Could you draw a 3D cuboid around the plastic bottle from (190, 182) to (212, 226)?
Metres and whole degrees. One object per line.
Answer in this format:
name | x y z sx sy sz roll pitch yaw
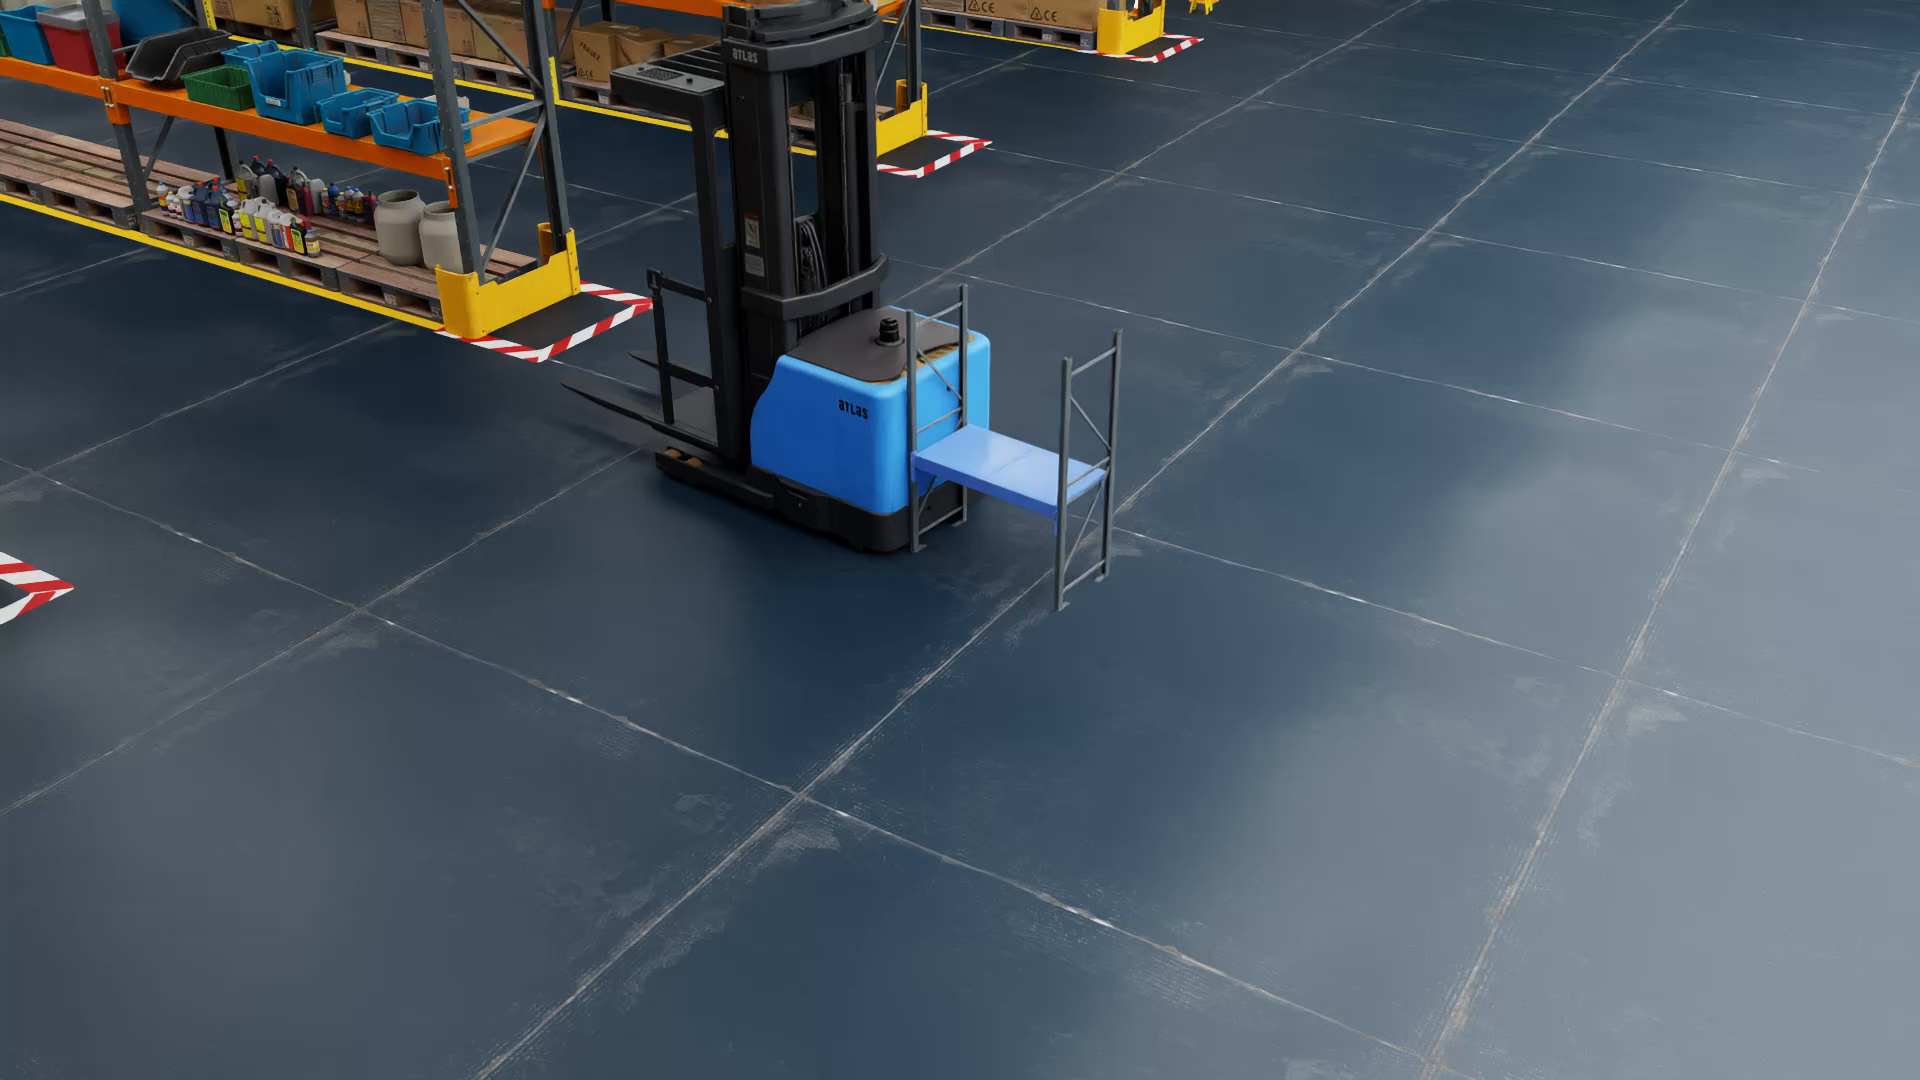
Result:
plastic bottle | -6.256 -2.786 13.741 0.185 0.351 0.144 19 35 29

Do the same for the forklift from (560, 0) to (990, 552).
forklift | -1.282 -1.794 9.916 3.031 2.935 1.130 22 37 32

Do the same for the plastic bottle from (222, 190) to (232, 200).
plastic bottle | -6.069 -2.765 13.783 0.097 0.271 0.097 0 30 0

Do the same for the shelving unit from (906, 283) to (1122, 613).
shelving unit | 0.277 -0.512 9.139 1.048 1.500 0.538 22 37 32

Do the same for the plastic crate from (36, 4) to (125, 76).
plastic crate | -7.291 -4.160 13.841 0.583 0.464 0.402 18 35 27

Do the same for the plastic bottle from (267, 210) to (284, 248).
plastic bottle | -5.436 -2.497 13.320 0.135 0.276 0.152 17 34 26

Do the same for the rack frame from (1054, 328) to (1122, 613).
rack frame | 0.678 -0.354 8.869 0.032 1.500 0.500 22 37 32

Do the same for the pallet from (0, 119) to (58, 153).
pallet | -9.471 -3.777 16.014 1.213 0.211 1.003 18 35 27

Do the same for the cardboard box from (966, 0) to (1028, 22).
cardboard box | 0.669 -6.918 20.323 0.875 0.875 0.875 17 34 27

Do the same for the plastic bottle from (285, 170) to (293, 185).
plastic bottle | -5.697 -3.024 14.215 0.133 0.283 0.061 20 36 31

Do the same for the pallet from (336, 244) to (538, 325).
pallet | -4.105 -2.078 13.102 1.213 0.211 1.003 18 35 27

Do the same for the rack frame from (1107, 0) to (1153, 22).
rack frame | 2.025 -7.266 19.228 0.127 3.000 1.000 18 35 27

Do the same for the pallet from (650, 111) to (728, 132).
pallet | -2.460 -4.552 17.343 1.213 0.211 1.003 18 35 27

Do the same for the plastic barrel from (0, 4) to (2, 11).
plastic barrel | -8.765 -4.956 15.158 0.421 0.512 0.421 0 30 0

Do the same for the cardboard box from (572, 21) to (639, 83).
cardboard box | -3.768 -5.225 17.793 0.500 0.500 0.500 16 34 26

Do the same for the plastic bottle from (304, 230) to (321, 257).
plastic bottle | -5.119 -2.348 13.139 0.097 0.201 0.097 0 30 0

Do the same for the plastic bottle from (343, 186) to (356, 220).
plastic bottle | -5.076 -2.811 13.863 0.097 0.271 0.097 0 30 0

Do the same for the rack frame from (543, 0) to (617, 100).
rack frame | -4.085 -6.248 17.482 0.127 3.000 1.000 18 35 27

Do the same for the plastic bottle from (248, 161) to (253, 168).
plastic bottle | -6.136 -3.162 14.453 0.133 0.283 0.061 19 35 30

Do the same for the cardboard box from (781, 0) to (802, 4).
cardboard box | -1.499 -5.168 15.881 0.250 0.149 0.380 18 35 27

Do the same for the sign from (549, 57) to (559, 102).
sign | -3.035 -3.415 12.353 0.005 0.325 0.100 18 35 27

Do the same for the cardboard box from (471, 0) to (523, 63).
cardboard box | -4.988 -5.667 18.532 0.500 0.500 0.700 17 34 27

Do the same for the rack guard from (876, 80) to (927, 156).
rack guard | -0.762 -4.117 16.310 0.348 0.500 1.175 18 35 27

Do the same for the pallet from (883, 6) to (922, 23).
pallet | -0.760 -6.896 21.361 1.213 0.211 1.003 18 35 27

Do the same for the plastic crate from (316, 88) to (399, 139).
plastic crate | -4.461 -3.181 12.373 0.408 0.251 0.499 18 35 27

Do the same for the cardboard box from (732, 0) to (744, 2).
cardboard box | -2.116 -5.384 16.251 0.250 0.149 0.380 18 35 27

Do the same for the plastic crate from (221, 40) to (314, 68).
plastic crate | -5.637 -3.889 13.587 0.616 0.251 0.499 18 35 27

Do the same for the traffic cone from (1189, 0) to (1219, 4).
traffic cone | 3.219 -7.310 21.820 0.334 0.463 0.336 18 35 27

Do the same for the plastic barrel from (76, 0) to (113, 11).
plastic barrel | -7.412 -4.542 14.424 0.433 0.535 0.433 0 30 0

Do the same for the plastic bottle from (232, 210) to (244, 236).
plastic bottle | -5.868 -2.585 13.545 0.097 0.201 0.097 0 30 0

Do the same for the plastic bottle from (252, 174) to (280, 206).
plastic bottle | -5.915 -2.976 14.141 0.135 0.276 0.152 18 35 27

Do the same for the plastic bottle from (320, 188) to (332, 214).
plastic bottle | -5.334 -2.862 14.020 0.097 0.201 0.097 0 30 0

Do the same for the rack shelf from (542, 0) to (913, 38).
rack shelf | -2.391 -5.401 16.745 4.000 0.370 1.077 18 35 27

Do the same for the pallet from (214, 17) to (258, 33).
pallet | -9.130 -6.685 21.000 1.213 0.211 1.003 18 35 27

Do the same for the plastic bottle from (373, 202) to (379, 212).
plastic bottle | -4.788 -2.690 13.724 0.097 0.201 0.097 0 30 0

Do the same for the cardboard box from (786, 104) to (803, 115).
cardboard box | -1.742 -4.598 16.718 0.500 0.500 0.500 -25 38 -36

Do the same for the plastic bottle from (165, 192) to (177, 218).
plastic bottle | -6.596 -2.815 13.939 0.097 0.201 0.097 0 30 0

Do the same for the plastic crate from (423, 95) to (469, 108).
plastic crate | -3.918 -3.325 12.735 0.250 0.136 0.298 18 35 27

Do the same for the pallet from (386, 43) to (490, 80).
pallet | -5.783 -5.578 19.101 1.213 0.211 1.003 18 35 27

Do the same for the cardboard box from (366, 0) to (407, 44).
cardboard box | -6.419 -6.115 19.300 0.500 0.500 0.700 15 33 23

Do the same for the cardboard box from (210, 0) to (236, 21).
cardboard box | -8.798 -7.019 20.496 0.875 0.875 1.225 18 35 27
